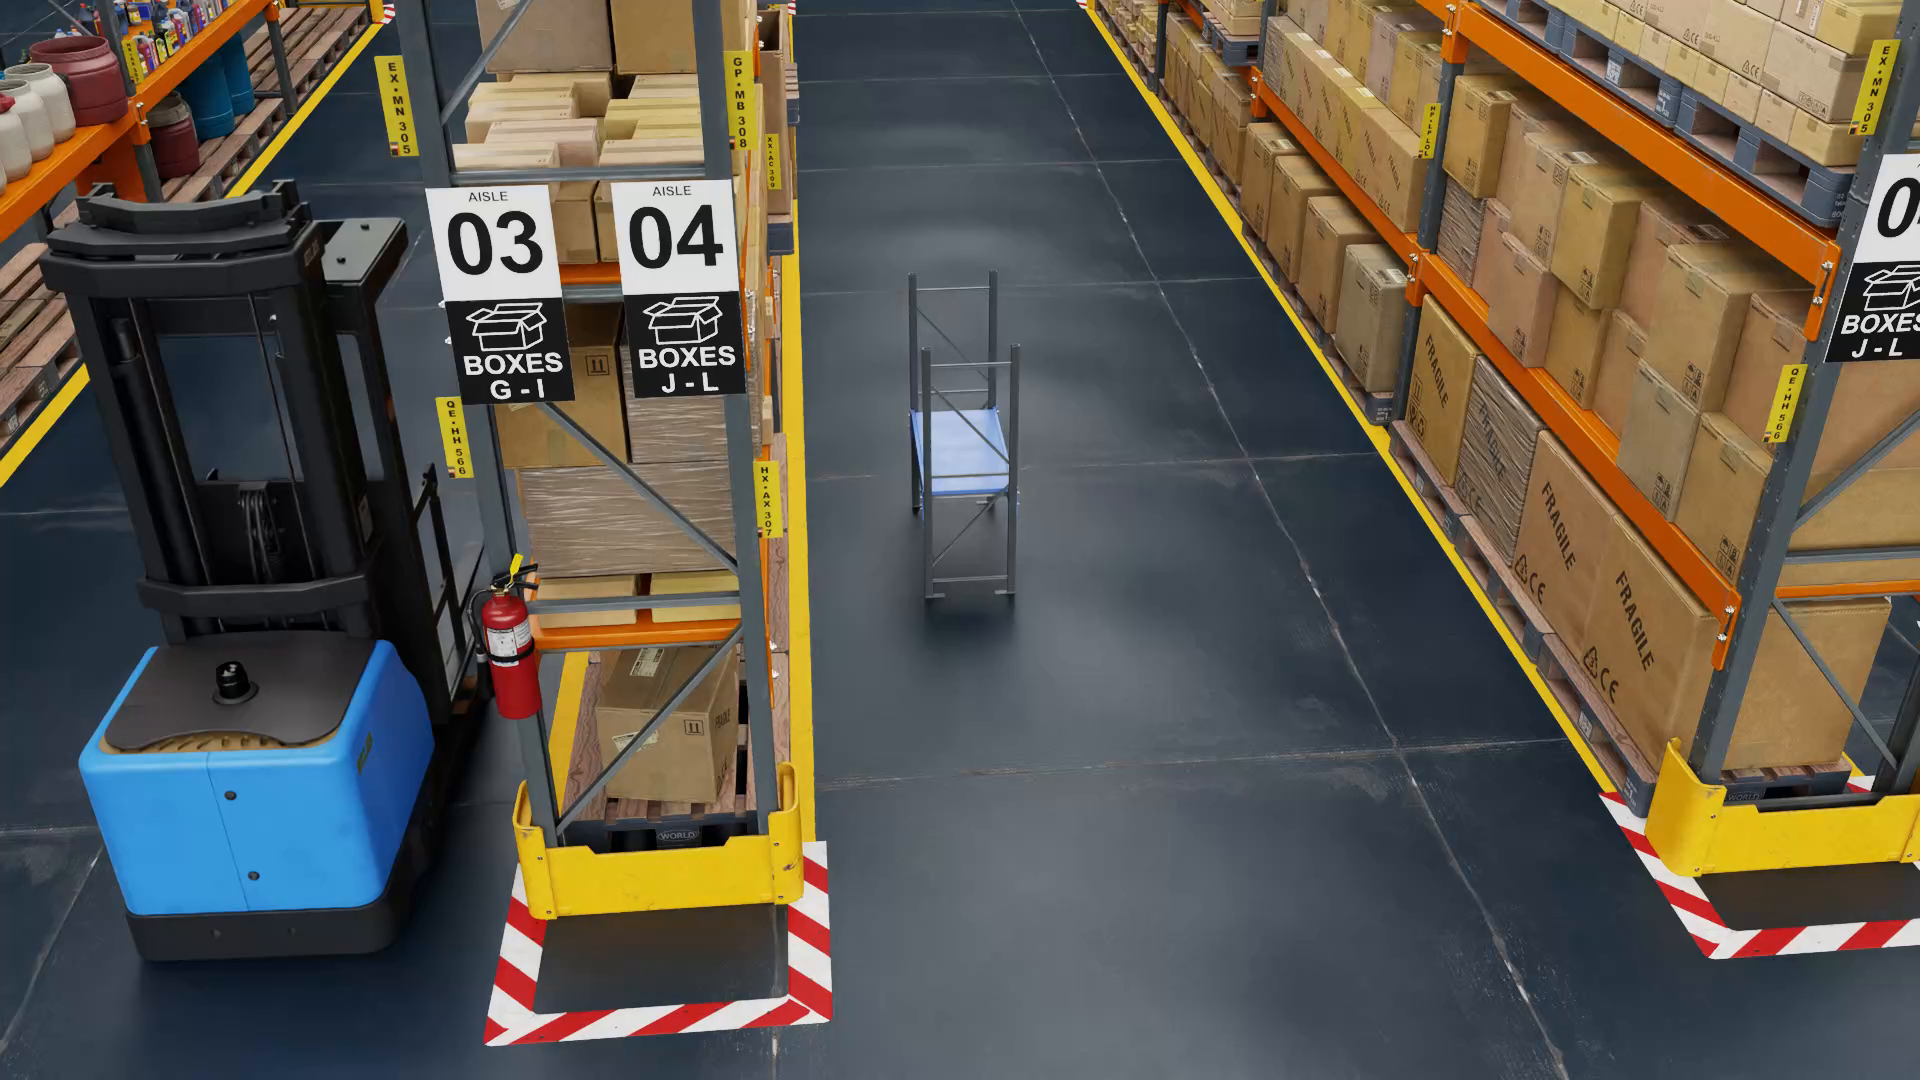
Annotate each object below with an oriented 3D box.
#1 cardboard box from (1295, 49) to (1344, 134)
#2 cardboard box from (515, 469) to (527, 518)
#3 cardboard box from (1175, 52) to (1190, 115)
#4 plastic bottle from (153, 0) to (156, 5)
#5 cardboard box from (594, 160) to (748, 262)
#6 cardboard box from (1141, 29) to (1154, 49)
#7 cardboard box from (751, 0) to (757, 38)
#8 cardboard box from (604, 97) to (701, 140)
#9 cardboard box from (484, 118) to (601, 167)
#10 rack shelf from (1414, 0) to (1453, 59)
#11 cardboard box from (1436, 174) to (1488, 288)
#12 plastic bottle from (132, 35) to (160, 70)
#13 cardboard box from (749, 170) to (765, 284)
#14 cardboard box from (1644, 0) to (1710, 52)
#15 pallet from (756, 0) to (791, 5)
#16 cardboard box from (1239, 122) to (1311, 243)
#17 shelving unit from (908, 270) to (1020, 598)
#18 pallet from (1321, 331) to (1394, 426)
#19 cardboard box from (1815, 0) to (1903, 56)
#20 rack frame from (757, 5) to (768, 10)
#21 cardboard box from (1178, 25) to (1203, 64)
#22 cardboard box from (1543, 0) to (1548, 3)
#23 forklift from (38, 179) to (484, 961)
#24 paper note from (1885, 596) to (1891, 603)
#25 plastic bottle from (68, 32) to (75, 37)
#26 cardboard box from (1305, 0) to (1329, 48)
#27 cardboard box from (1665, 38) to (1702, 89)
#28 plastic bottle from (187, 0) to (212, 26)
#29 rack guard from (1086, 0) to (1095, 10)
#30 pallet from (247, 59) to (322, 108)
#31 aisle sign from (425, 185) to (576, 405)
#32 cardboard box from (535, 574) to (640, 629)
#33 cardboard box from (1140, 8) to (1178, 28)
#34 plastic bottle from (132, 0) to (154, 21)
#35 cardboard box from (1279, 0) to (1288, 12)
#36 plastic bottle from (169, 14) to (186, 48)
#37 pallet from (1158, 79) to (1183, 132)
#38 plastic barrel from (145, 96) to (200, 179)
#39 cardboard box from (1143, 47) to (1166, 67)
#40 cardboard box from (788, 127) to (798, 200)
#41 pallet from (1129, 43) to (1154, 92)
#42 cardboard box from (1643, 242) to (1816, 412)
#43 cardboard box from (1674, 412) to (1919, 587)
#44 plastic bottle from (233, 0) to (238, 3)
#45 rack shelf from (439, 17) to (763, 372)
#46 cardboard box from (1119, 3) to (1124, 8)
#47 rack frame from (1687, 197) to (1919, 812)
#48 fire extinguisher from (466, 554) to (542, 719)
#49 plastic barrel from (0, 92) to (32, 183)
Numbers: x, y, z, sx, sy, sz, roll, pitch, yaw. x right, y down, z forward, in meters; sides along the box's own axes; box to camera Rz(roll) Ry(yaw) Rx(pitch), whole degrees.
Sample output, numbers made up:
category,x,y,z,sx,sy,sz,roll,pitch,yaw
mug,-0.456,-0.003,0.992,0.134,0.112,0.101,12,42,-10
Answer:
category,x,y,z,sx,sy,sz,roll,pitch,yaw
cardboard box,2.808,-3.306,12.262,0.500,0.500,0.500,-3,31,-5
cardboard box,-1.453,-0.454,7.198,0.875,0.500,0.500,-3,31,-5
cardboard box,2.420,-4.512,16.406,0.500,0.500,0.500,-1,31,-2
plastic bottle,-7.617,-5.146,15.562,0.152,0.276,0.135,-3,31,-5
cardboard box,-1.050,-1.234,6.111,0.500,0.250,0.500,-2,31,-3
cardboard box,2.180,-5.432,17.999,0.380,0.149,0.250,-4,31,-7
cardboard box,-1.334,-2.797,8.729,0.500,0.250,0.500,-2,31,-3
cardboard box,-1.132,-1.558,6.266,0.380,0.149,0.250,-3,31,-5
cardboard box,-1.507,-1.412,6.021,0.380,0.149,0.250,-4,31,-6
rack shelf,3.125,-3.980,11.265,1.077,0.370,4.000,-3,31,-5
cardboard box,3.358,-1.857,9.787,0.875,0.550,0.550,-3,31,-5
plastic bottle,-6.703,-4.018,13.673,0.152,0.276,0.135,-3,31,-5
cardboard box,-1.183,-1.411,7.825,0.500,0.500,0.500,-3,31,-5
cardboard box,3.269,-2.260,7.033,0.500,0.250,0.500,-3,31,-5
pallet,-1.588,-3.321,9.644,1.213,0.211,1.003,-3,31,-5
cardboard box,2.905,-2.922,13.500,1.050,0.750,0.750,-3,31,-5
shelving unit,0.008,-0.600,9.292,0.538,1.500,1.048,-3,31,-5
pallet,3.164,-1.173,11.508,1.003,0.211,1.213,-3,31,-5
cardboard box,3.316,-1.839,5.939,0.380,0.149,0.250,-2,31,-4
rack frame,-2.010,-3.836,13.247,1.000,3.000,0.127,-3,31,-5
cardboard box,2.422,-4.832,16.211,0.500,0.250,0.500,-2,31,-3
cardboard box,3.078,-2.794,8.315,0.380,0.149,0.250,-3,31,-5
forklift,-2.926,-0.274,7.351,1.130,2.935,3.031,-2,31,-3
paper note,5.126,0.328,9.191,0.032,0.001,0.123,13,33,21
plastic bottle,-7.472,-4.176,14.009,0.097,0.201,0.097,0,31,0
cardboard box,3.018,-4.007,12.460,0.700,0.500,0.500,-3,31,-5
cardboard box,3.222,-2.014,7.010,0.380,0.149,0.250,-3,31,-5
plastic bottle,-6.841,-4.771,14.933,0.152,0.276,0.135,-3,31,-5
rack guard,2.197,-6.995,20.973,1.175,0.500,0.348,-3,31,-5
pallet,-7.422,-4.818,17.610,1.003,0.211,1.213,-3,31,-5
aisle sign,-1.555,-0.822,5.666,0.394,0.787,0.004,-3,31,-5
cardboard box,-1.495,0.220,6.701,0.380,0.149,0.250,-3,31,-5
cardboard box,2.178,-5.701,18.159,0.380,0.149,0.250,-3,31,-5
plastic bottle,-7.413,-4.868,15.096,0.152,0.276,0.135,-3,31,-5
cardboard box,3.020,-4.745,14.605,0.380,0.149,0.250,-1,31,-2
plastic bottle,-6.722,-4.377,14.267,0.061,0.283,0.133,-3,31,-5
pallet,2.638,-4.470,17.028,1.003,0.211,1.213,-3,31,-5
plastic barrel,-7.109,-3.569,14.743,0.600,0.588,0.708,-3,31,-5
cardboard box,2.188,-5.205,17.909,0.380,0.149,0.250,-2,31,-4
cardboard box,-2.054,-3.458,14.276,1.225,0.875,0.875,-4,31,-7
pallet,2.466,-5.209,18.264,1.003,0.211,1.213,-3,31,-5
cardboard box,3.546,-0.934,7.188,0.875,0.550,0.550,-3,31,-5
cardboard box,3.605,-0.190,6.996,0.875,0.550,0.550,-3,31,-5
plastic bottle,-6.922,-5.216,15.678,0.152,0.276,0.135,-3,31,-5
rack shelf,-1.449,-1.752,7.534,1.077,0.370,4.000,-3,31,-5
cardboard box,2.090,-6.263,19.680,0.380,0.149,0.250,-3,31,-4
rack frame,3.685,0.062,6.721,1.000,3.000,0.127,-3,31,-5
fire extinguisher,-1.711,0.362,6.294,0.296,0.674,0.183,-3,31,-5
plastic barrel,-6.547,-2.710,11.229,0.433,0.535,0.433,0,31,0
